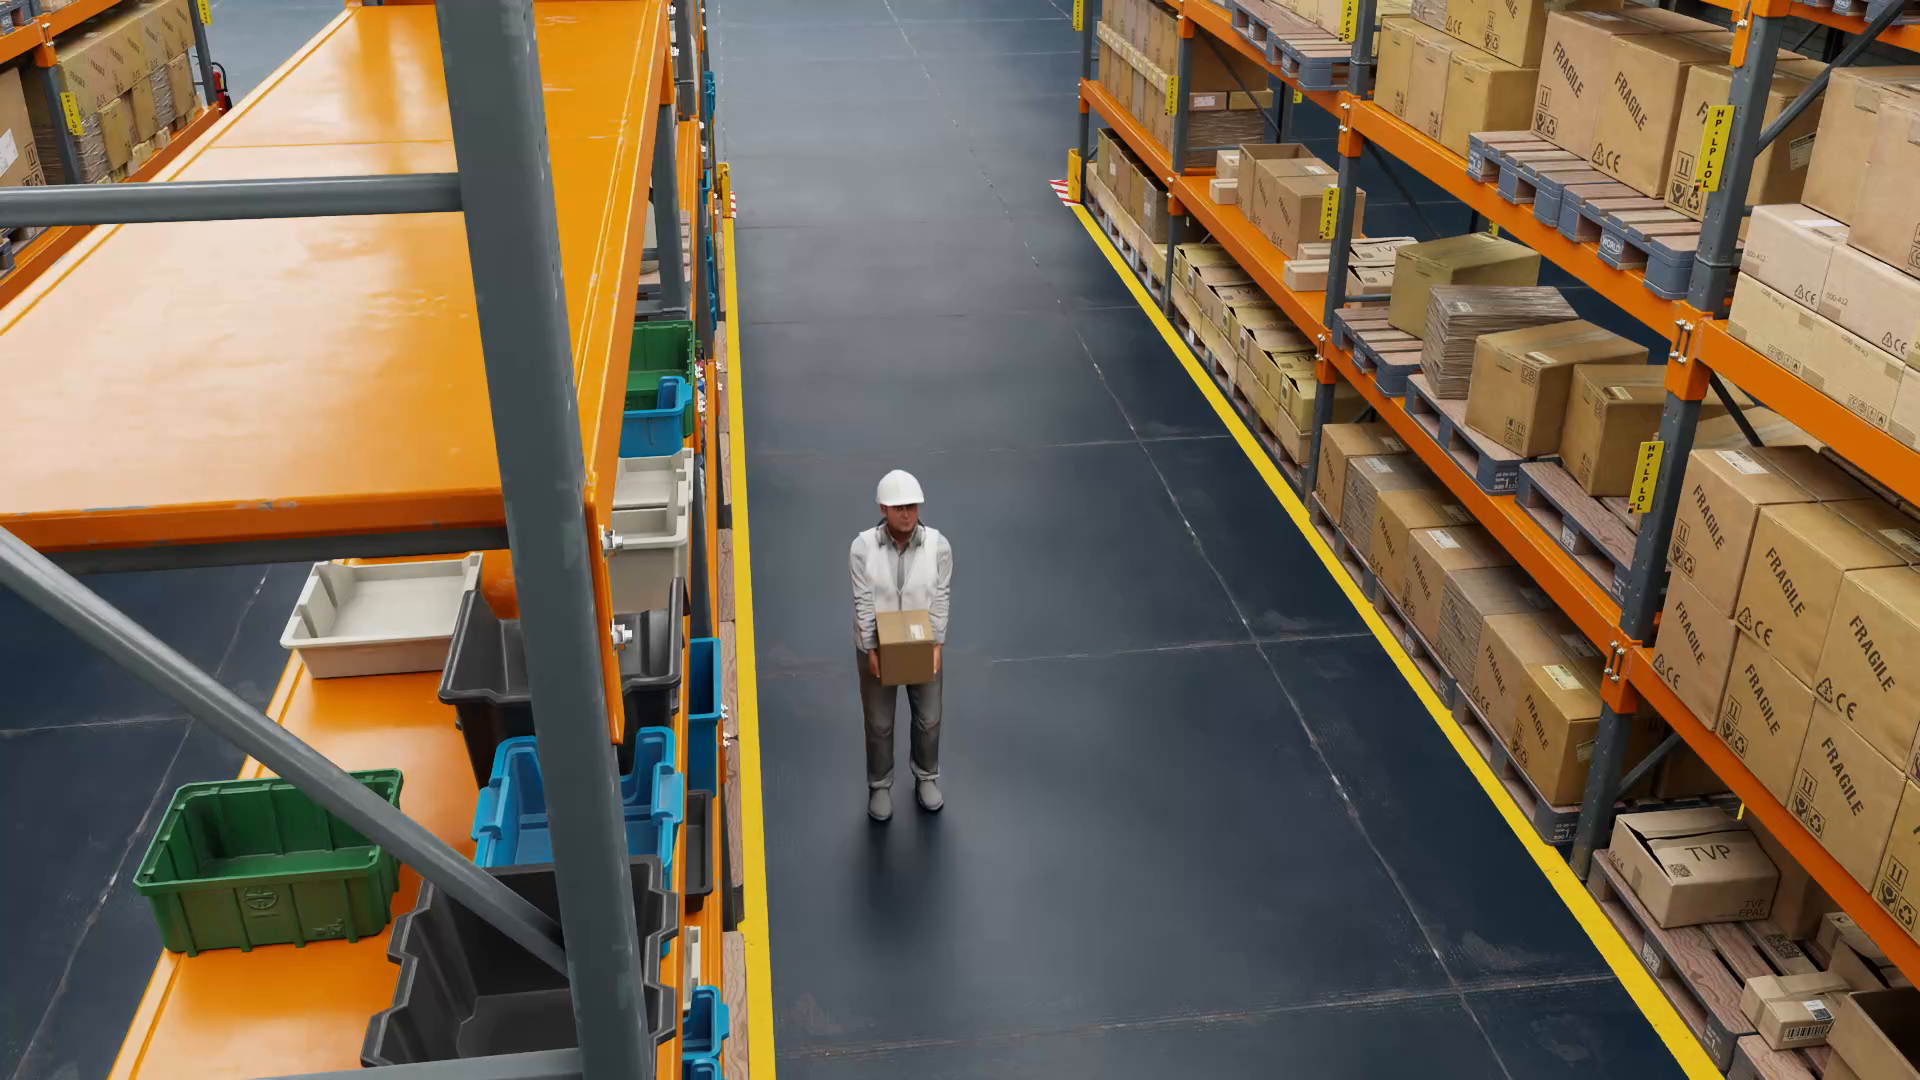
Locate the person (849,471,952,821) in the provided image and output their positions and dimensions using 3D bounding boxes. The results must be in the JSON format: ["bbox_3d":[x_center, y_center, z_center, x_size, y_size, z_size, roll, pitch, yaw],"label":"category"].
[{"bbox_3d":[-0.268,0.543,8.018,0.494,1.762,0.556,-4,27,-7],"label":"person"}]
